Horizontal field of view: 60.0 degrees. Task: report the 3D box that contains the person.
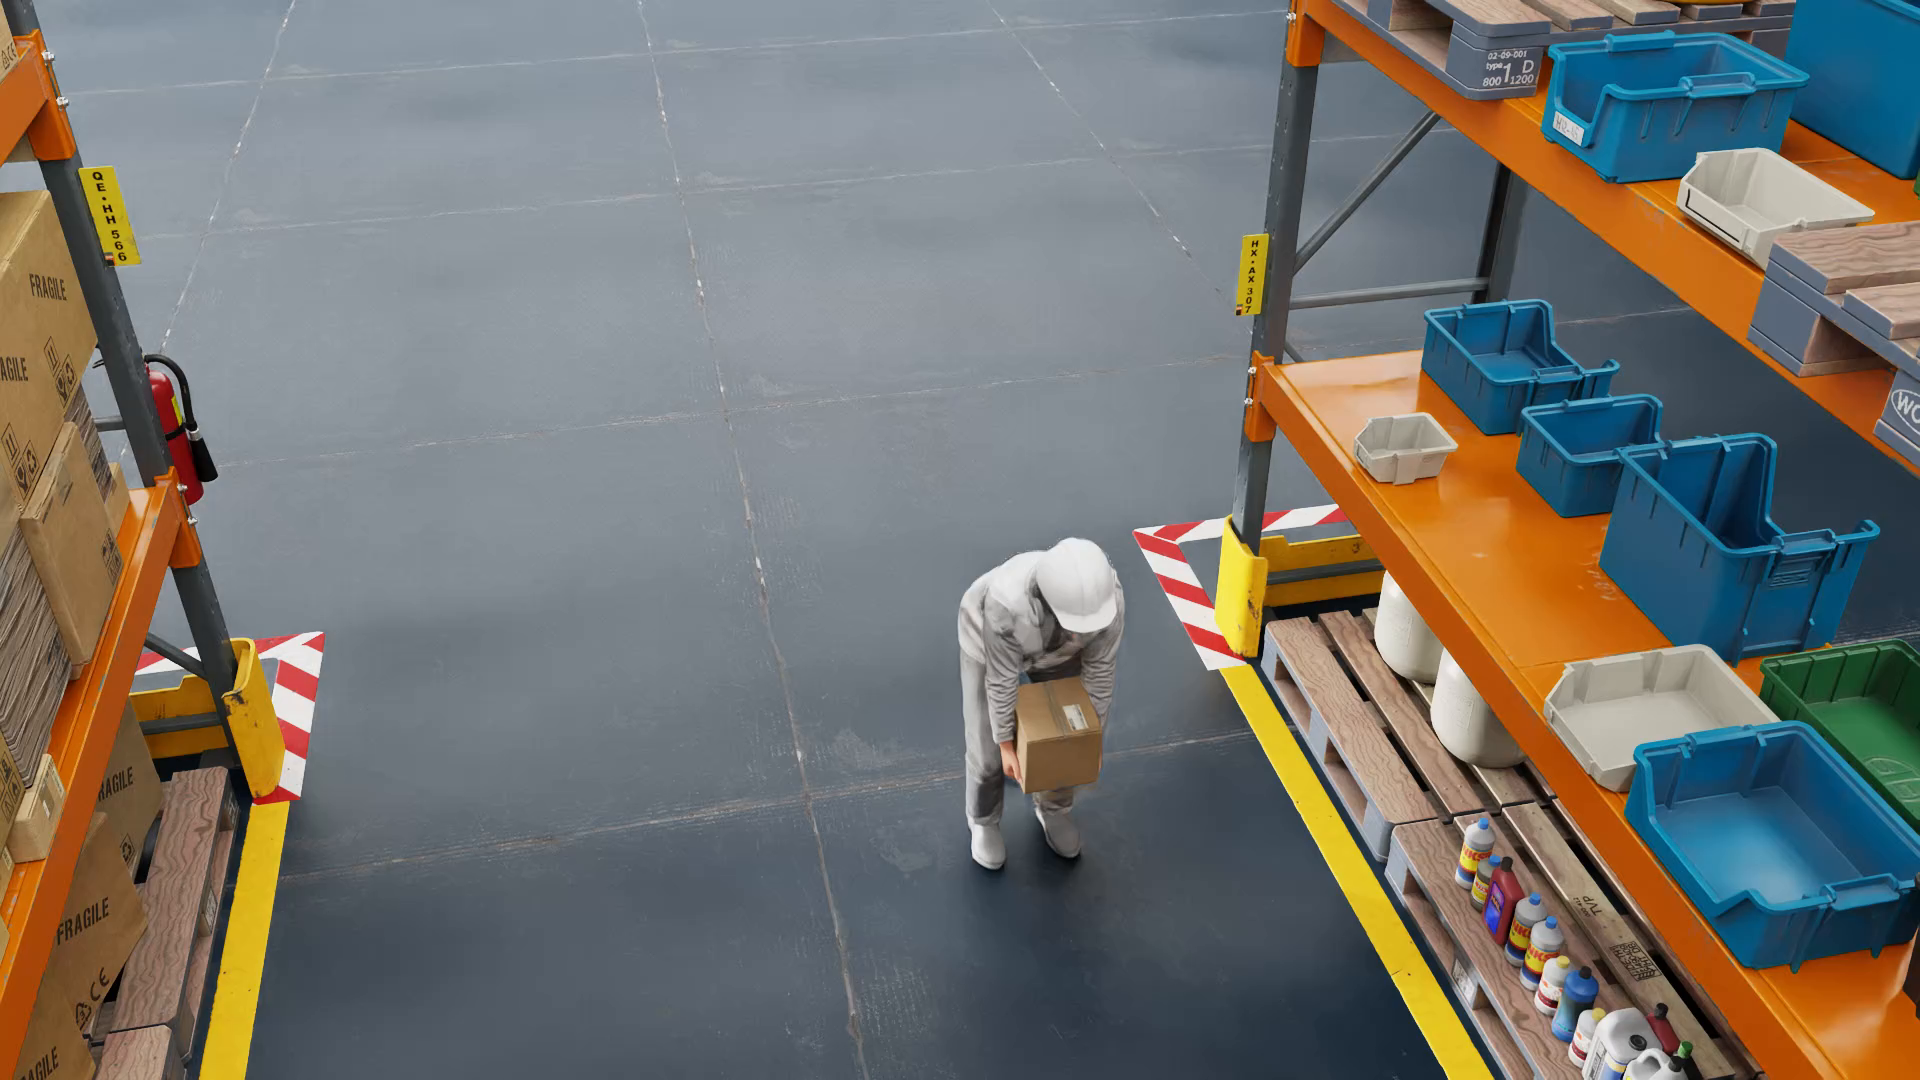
[{"bbox_3d":[0.278,0.521,5.528,0.473,1.579,0.803,-8,35,-12],"label":"person"}]
